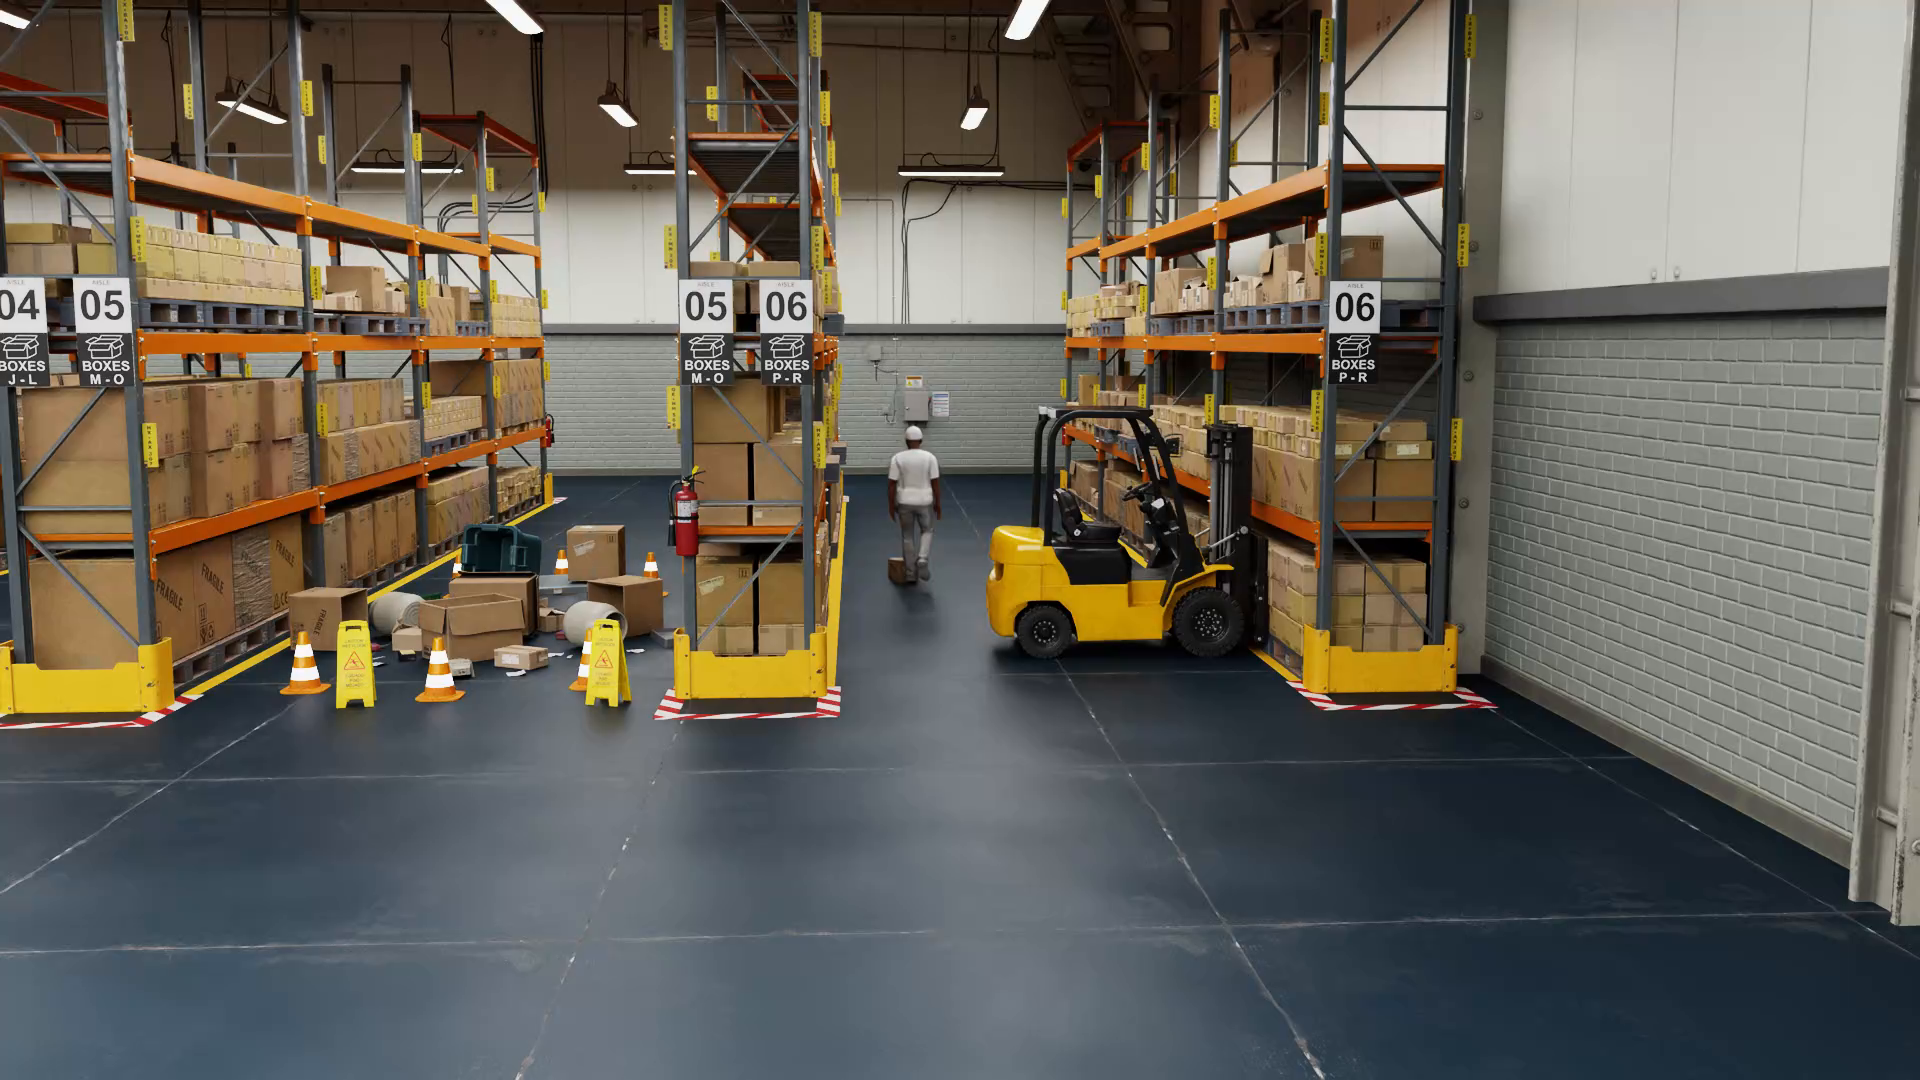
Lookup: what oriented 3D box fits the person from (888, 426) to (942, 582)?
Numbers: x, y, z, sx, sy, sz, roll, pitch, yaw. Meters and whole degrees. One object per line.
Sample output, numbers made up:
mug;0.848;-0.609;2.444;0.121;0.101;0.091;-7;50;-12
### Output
person;-0.512;-0.417;18.870;0.610;1.760;0.482;0;7;-1
